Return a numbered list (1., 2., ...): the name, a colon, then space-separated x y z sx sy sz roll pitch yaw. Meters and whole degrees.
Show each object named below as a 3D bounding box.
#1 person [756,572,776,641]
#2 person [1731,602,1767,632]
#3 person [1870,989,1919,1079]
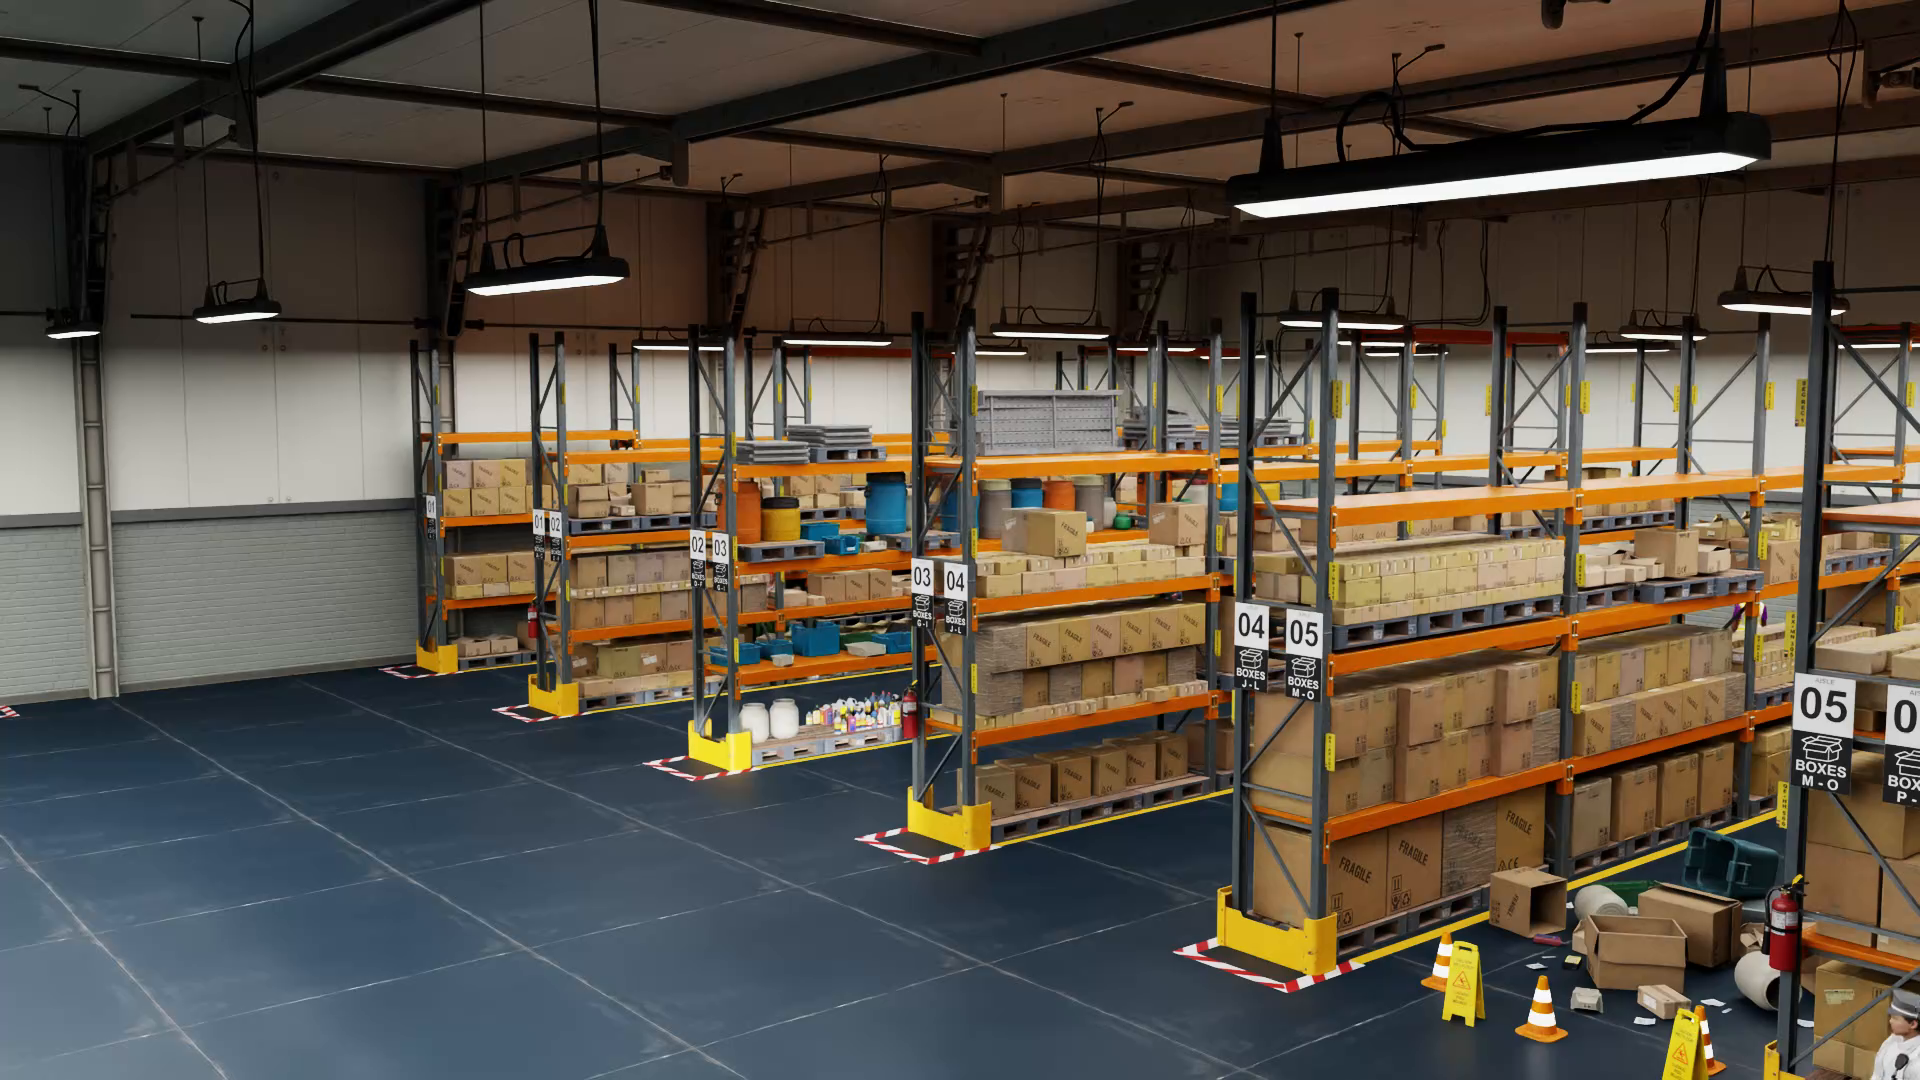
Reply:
1. person: -3.647 1.413 31.098 0.667 1.804 0.550 -5 7 -44
2. person: 13.486 1.643 28.466 0.616 1.766 0.462 0 5 5
3. person: 5.468 3.440 9.766 1.046 1.610 0.535 0 5 1
